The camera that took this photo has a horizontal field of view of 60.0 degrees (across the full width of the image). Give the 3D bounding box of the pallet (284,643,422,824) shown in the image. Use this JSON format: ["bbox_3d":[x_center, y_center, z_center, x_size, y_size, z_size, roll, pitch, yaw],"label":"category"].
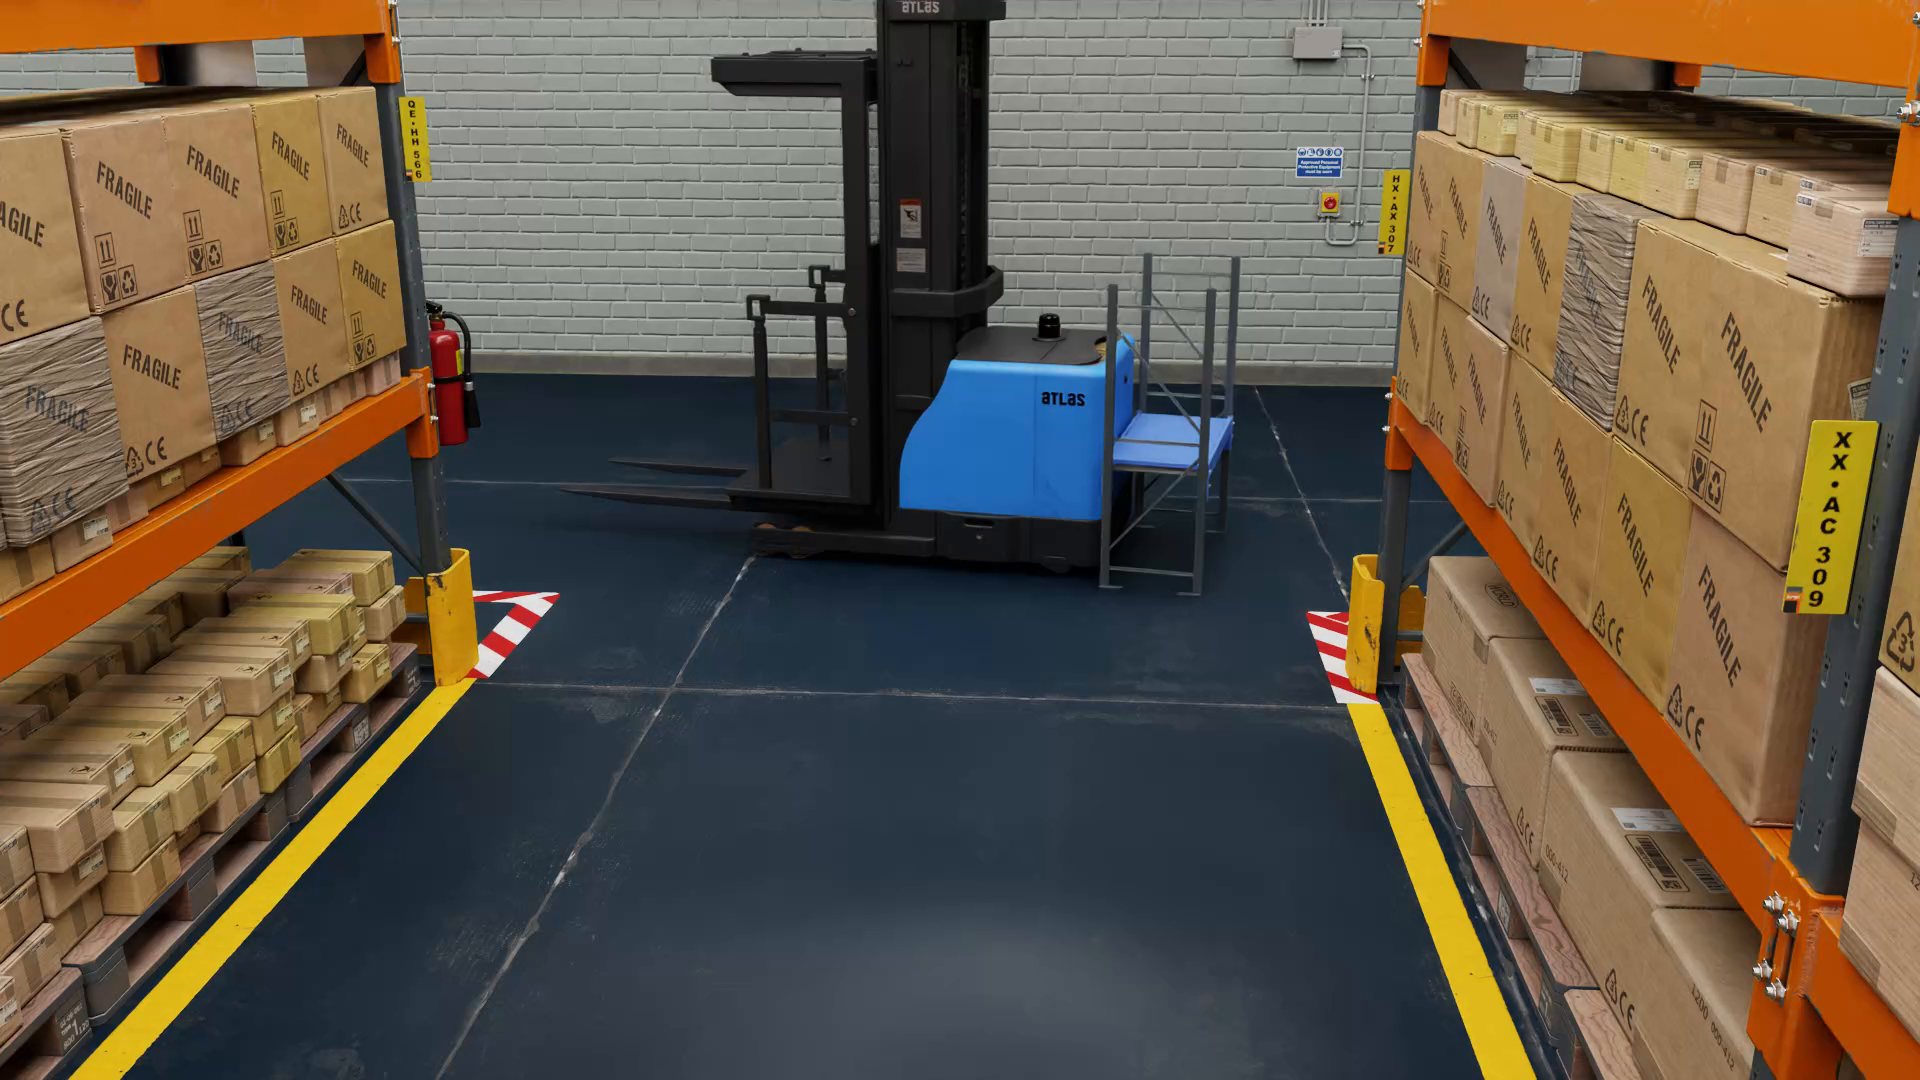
[{"bbox_3d":[-2.796,0.706,6.431,1.003,0.211,1.213,1,18,4],"label":"pallet"}]

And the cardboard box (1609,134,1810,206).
[{"bbox_3d":[1.820,-0.903,4.052,0.380,0.149,0.250,1,18,3],"label":"cardboard box"}]

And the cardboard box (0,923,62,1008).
[{"bbox_3d":[-2.684,1.156,4.482,0.380,0.149,0.250,1,18,3],"label":"cardboard box"}]

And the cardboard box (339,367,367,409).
[{"bbox_3d":[-2.494,-0.591,6.314,0.380,0.149,0.250,1,18,4],"label":"cardboard box"}]

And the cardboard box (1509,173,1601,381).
[{"bbox_3d":[1.835,-0.720,4.536,0.500,0.500,0.500,1,18,4],"label":"cardboard box"}]

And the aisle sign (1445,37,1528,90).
[{"bbox_3d":[1.964,-2.080,6.278,0.394,0.787,0.004,1,18,4],"label":"aisle sign"}]

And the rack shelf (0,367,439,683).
[{"bbox_3d":[-2.840,0.068,5.052,1.077,0.370,4.000,1,18,4],"label":"rack shelf"}]

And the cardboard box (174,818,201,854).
[{"bbox_3d":[-2.642,0.910,5.233,0.380,0.149,0.250,2,18,5],"label":"cardboard box"}]

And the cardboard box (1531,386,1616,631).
[{"bbox_3d":[1.792,-0.087,4.210,0.500,0.500,0.500,1,18,3],"label":"cardboard box"}]

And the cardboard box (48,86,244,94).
[{"bbox_3d":[-2.994,-1.425,6.211,0.500,0.500,0.500,1,18,4],"label":"cardboard box"}]

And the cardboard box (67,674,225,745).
[{"bbox_3d":[-2.624,0.551,5.373,0.380,0.149,0.250,1,18,2],"label":"cardboard box"}]

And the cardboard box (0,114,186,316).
[{"bbox_3d":[-2.581,-0.928,4.693,0.500,0.500,0.500,1,18,2],"label":"cardboard box"}]

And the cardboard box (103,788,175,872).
[{"bbox_3d":[-2.582,0.853,4.928,0.380,0.149,0.250,1,18,3],"label":"cardboard box"}]

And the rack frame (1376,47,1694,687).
[{"bbox_3d":[2.248,-0.816,6.595,1.000,3.000,0.127,1,18,4],"label":"rack frame"}]

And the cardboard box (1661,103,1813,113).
[{"bbox_3d":[2.434,-1.292,5.240,0.380,0.149,0.250,2,18,5],"label":"cardboard box"}]

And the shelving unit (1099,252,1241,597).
[{"bbox_3d":[1.067,-0.613,8.385,0.538,1.500,1.048,5,19,15],"label":"shelving unit"}]

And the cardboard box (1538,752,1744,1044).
[{"bbox_3d":[2.177,0.974,4.573,0.875,0.438,0.875,1,18,2],"label":"cardboard box"}]

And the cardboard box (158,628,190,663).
[{"bbox_3d":[-2.996,0.438,6.195,0.380,0.149,0.250,2,18,5],"label":"cardboard box"}]

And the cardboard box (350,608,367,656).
[{"bbox_3d":[-2.523,0.369,6.405,0.380,0.149,0.250,1,18,3],"label":"cardboard box"}]

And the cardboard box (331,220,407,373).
[{"bbox_3d":[-2.472,-0.938,6.331,0.500,0.500,0.500,2,18,5],"label":"cardboard box"}]

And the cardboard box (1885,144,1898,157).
[{"bbox_3d":[2.348,-0.814,3.783,0.380,0.149,0.250,1,18,2],"label":"cardboard box"}]

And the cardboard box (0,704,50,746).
[{"bbox_3d":[-3.071,0.622,5.155,0.380,0.149,0.250,1,18,4],"label":"cardboard box"}]

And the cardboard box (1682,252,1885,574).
[{"bbox_3d":[1.719,-0.249,3.098,0.500,0.500,0.500,1,18,3],"label":"cardboard box"}]

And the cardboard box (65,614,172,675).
[{"bbox_3d":[-3.054,0.376,5.908,0.380,0.149,0.250,0,18,1],"label":"cardboard box"}]

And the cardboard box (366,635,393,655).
[{"bbox_3d":[-2.527,0.429,6.702,0.380,0.149,0.250,2,18,5],"label":"cardboard box"}]

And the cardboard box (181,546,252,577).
[{"bbox_3d":[-3.073,0.133,6.649,0.380,0.149,0.250,0,18,1],"label":"cardboard box"}]

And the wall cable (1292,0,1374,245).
[{"bbox_3d":[2.629,-3.065,11.778,0.585,1.953,0.123,1,18,4],"label":"wall cable"}]

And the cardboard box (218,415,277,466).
[{"bbox_3d":[-2.540,-0.352,5.584,0.380,0.149,0.250,0,18,1],"label":"cardboard box"}]

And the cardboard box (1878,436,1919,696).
[{"bbox_3d":[1.643,0.034,2.235,0.500,0.500,0.500,1,18,5],"label":"cardboard box"}]

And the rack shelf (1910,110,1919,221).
[{"bbox_3d":[1.818,-0.036,0.553,1.077,0.370,4.000,1,18,4],"label":"rack shelf"}]

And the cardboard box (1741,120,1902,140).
[{"bbox_3d":[2.347,-1.052,4.508,0.380,0.149,0.250,2,18,6],"label":"cardboard box"}]

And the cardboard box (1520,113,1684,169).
[{"bbox_3d":[1.838,-1.140,4.776,0.380,0.149,0.250,1,18,4],"label":"cardboard box"}]

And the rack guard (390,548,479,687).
[{"bbox_3d":[-2.702,0.317,7.153,1.175,0.500,0.348,1,18,4],"label":"rack guard"}]

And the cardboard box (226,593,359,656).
[{"bbox_3d":[-2.449,0.308,6.115,0.380,0.149,0.250,1,18,3],"label":"cardboard box"}]

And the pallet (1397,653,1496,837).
[{"bbox_3d":[2.268,0.760,6.266,1.003,0.211,1.213,1,18,4],"label":"pallet"}]

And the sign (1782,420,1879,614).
[{"bbox_3d":[1.407,-0.034,2.693,0.100,0.325,0.005,1,18,4],"label":"sign"}]

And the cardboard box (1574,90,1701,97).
[{"bbox_3d":[2.422,-1.531,5.969,0.380,0.149,0.250,2,18,5],"label":"cardboard box"}]

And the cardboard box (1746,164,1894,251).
[{"bbox_3d":[1.820,-0.664,3.323,0.380,0.149,0.250,1,18,4],"label":"cardboard box"}]

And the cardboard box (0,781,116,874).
[{"bbox_3d":[-2.609,0.795,4.628,0.380,0.149,0.250,2,18,5],"label":"cardboard box"}]

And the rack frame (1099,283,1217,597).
[{"bbox_3d":[0.933,-0.460,7.919,0.500,1.500,0.032,5,19,15],"label":"rack frame"}]

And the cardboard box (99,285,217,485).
[{"bbox_3d":[-2.587,-0.466,4.890,0.500,0.500,0.500,2,18,7],"label":"cardboard box"}]

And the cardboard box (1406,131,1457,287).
[{"bbox_3d":[1.929,-1.195,5.988,0.500,0.500,0.500,1,18,3],"label":"cardboard box"}]

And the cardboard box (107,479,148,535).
[{"bbox_3d":[-2.618,-0.108,4.839,0.380,0.149,0.250,2,18,6],"label":"cardboard box"}]

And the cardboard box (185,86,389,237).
[{"bbox_3d":[-2.482,-1.411,6.168,0.500,0.500,0.500,1,18,3],"label":"cardboard box"}]

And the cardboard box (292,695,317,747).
[{"bbox_3d":[-2.554,0.668,5.971,0.380,0.149,0.250,1,18,4],"label":"cardboard box"}]

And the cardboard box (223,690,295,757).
[{"bbox_3d":[-2.510,0.612,5.664,0.380,0.149,0.250,2,18,5],"label":"cardboard box"}]

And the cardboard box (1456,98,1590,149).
[{"bbox_3d":[1.865,-1.381,5.513,0.380,0.149,0.250,2,18,6],"label":"cardboard box"}]

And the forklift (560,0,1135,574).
[{"bbox_3d":[-0.631,-1.449,8.638,3.031,2.935,1.130,4,19,13],"label":"forklift"}]

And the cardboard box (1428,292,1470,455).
[{"bbox_3d":[1.918,-0.563,5.662,0.500,0.500,0.500,1,18,3],"label":"cardboard box"}]
